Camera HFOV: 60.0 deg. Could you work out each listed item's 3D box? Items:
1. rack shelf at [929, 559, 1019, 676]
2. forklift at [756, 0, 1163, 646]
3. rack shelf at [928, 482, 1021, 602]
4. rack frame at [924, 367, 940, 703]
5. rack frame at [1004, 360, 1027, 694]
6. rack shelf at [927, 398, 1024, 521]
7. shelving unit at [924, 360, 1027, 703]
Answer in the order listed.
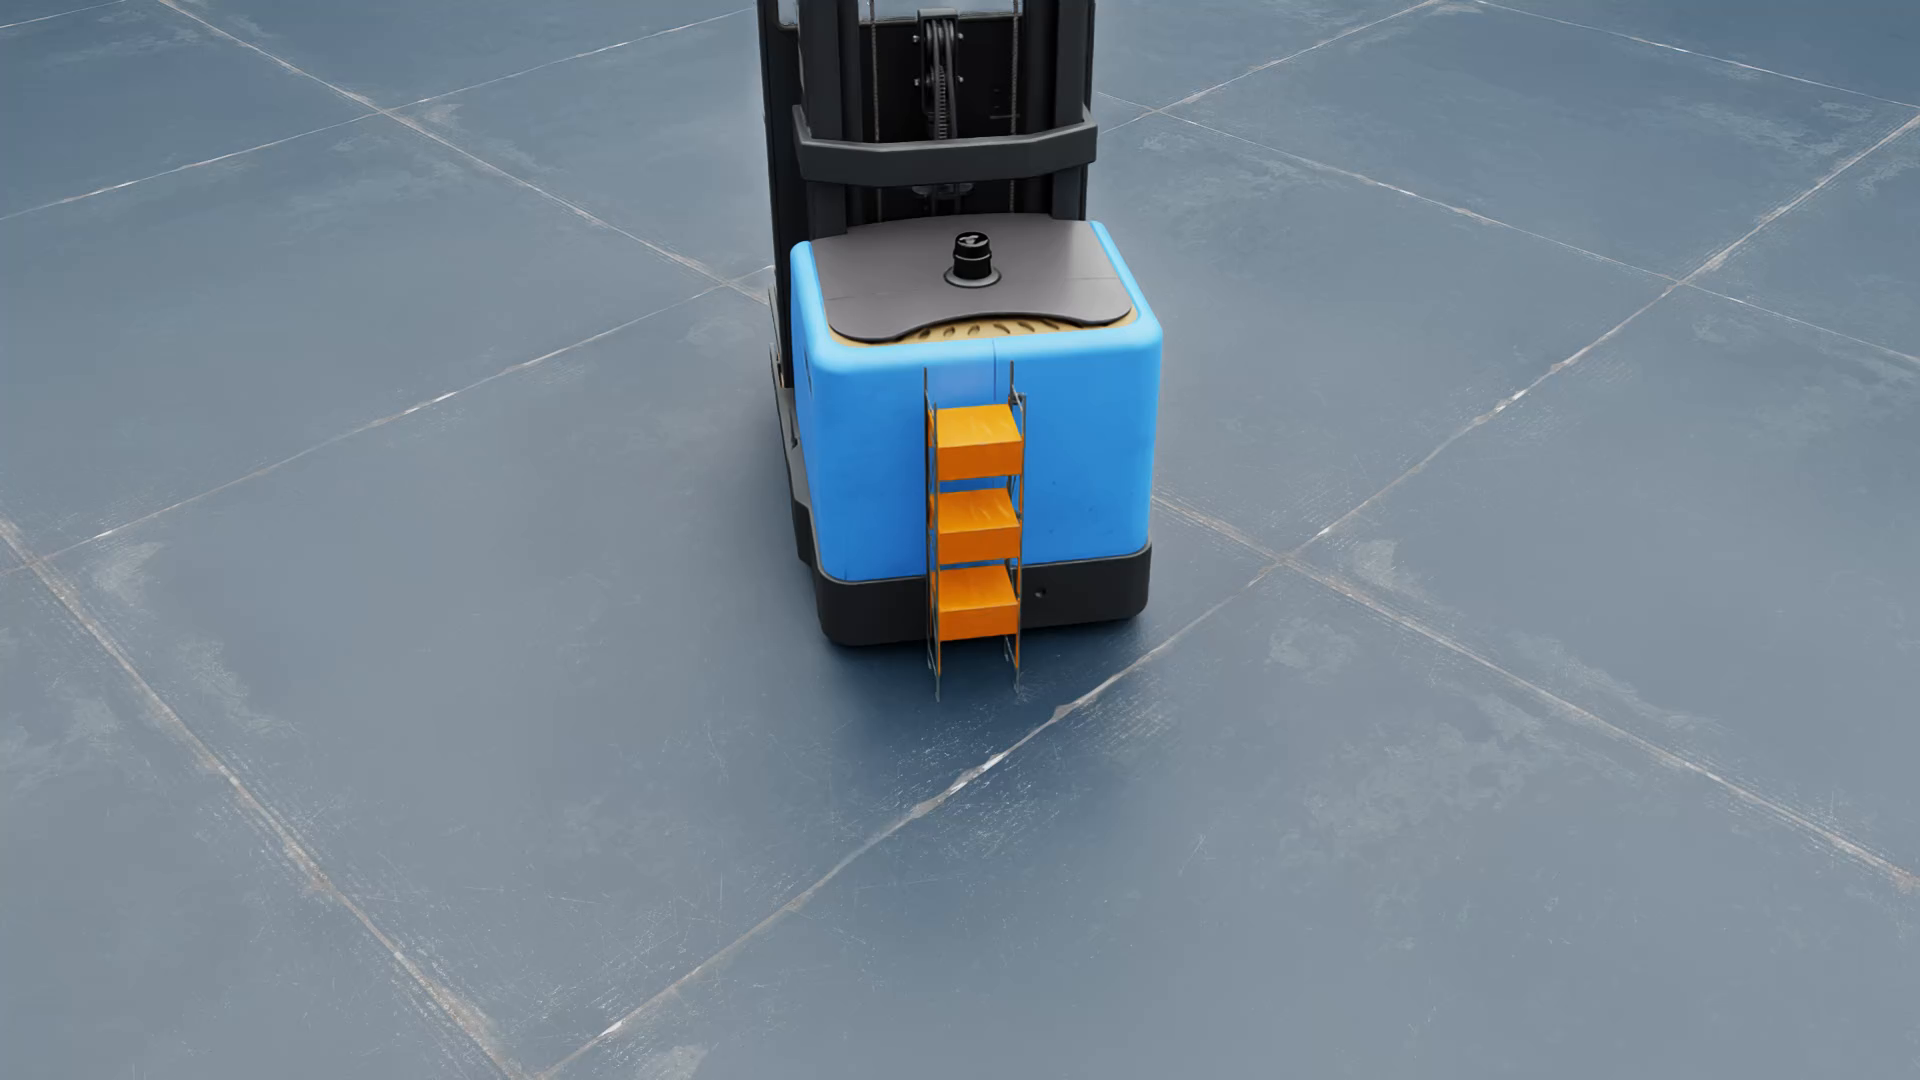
[{"bbox_3d":[0.039,0.232,5.004,0.240,0.259,0.215,-5,35,-8],"label":"rack shelf"},{"bbox_3d":[-0.147,-1.708,5.638,1.130,2.935,3.031,-5,35,-8],"label":"forklift"},{"bbox_3d":[0.039,0.004,4.844,0.240,0.259,0.215,-5,35,-8],"label":"rack shelf"},{"bbox_3d":[-0.081,0.007,4.821,0.008,1.050,0.200,-5,35,-8],"label":"rack frame"},{"bbox_3d":[0.159,-0.016,4.854,0.008,1.050,0.200,-5,35,-8],"label":"rack frame"},{"bbox_3d":[0.039,-0.228,4.681,0.240,0.259,0.215,-5,35,-8],"label":"rack shelf"},{"bbox_3d":[0.039,-0.004,4.838,0.252,1.050,0.215,-5,35,-8],"label":"shelving unit"}]
